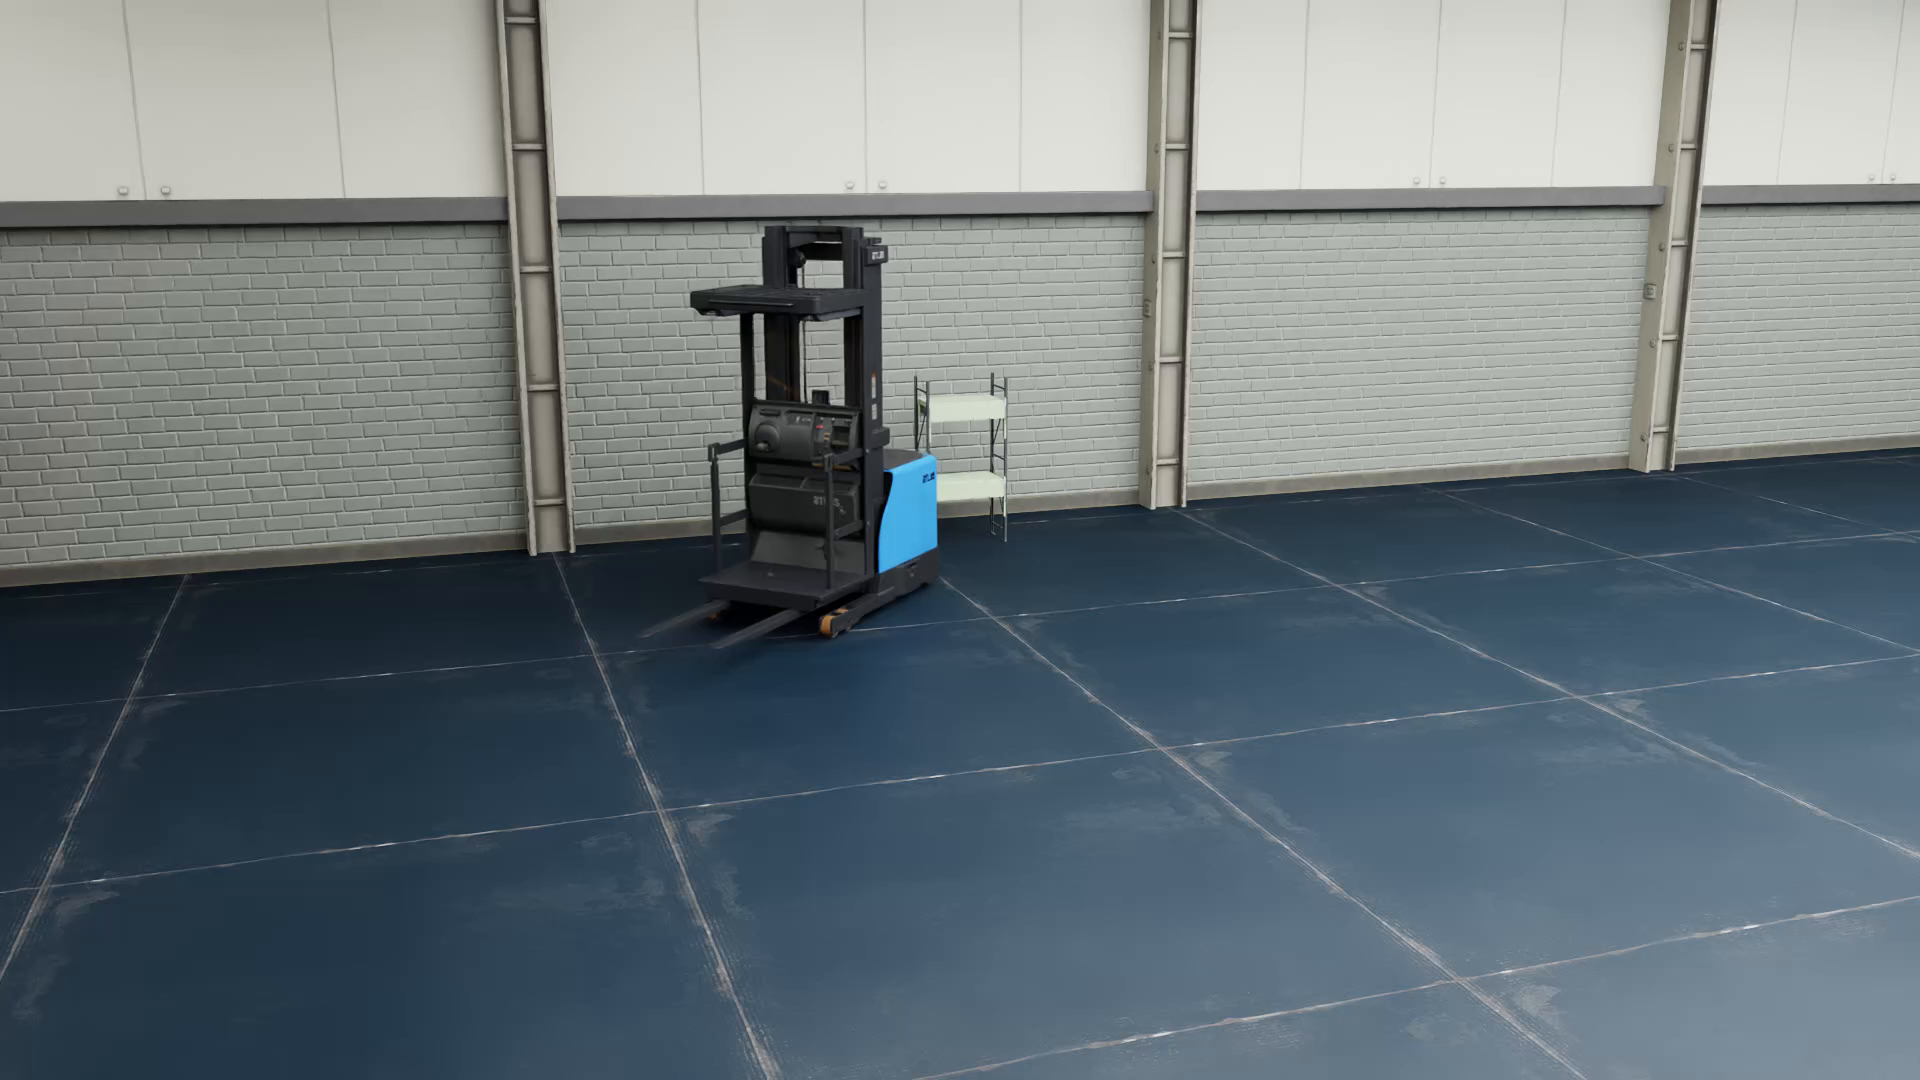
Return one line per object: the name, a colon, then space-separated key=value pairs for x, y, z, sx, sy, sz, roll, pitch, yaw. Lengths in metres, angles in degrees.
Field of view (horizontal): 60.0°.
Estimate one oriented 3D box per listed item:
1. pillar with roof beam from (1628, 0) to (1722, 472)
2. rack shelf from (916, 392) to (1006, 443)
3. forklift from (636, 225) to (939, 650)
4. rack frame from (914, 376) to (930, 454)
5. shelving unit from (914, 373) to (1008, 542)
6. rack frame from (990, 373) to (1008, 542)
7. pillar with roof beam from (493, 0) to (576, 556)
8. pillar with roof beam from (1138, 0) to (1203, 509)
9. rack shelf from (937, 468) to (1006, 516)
pillar with roof beam: x=9.092 y=-4.229 z=13.585 sx=0.400 sy=9.000 sz=9.100 roll=-4 pitch=14 yaw=-18
rack shelf: x=0.006 y=-1.110 z=14.988 sx=0.720 sy=0.370 sz=0.431 roll=-4 pitch=14 yaw=-18
forklift: x=-1.275 y=-0.824 z=12.380 sx=1.130 sy=2.935 sz=3.031 roll=6 pitch=15 yaw=25
rack frame: x=-0.341 y=-0.703 z=14.965 sx=0.023 sy=1.500 sz=0.400 roll=-4 pitch=14 yaw=-18
shelving unit: x=0.006 y=-0.730 z=15.079 sx=0.755 sy=1.500 sz=0.431 roll=-4 pitch=14 yaw=-18
rack frame: x=0.353 y=-0.757 z=15.192 sx=0.023 sy=1.500 sz=0.400 roll=-4 pitch=14 yaw=-18
pillar with roof beam: x=-2.281 y=-3.344 z=9.861 sx=0.400 sy=9.000 sz=9.100 roll=-4 pitch=14 yaw=-18
pillar with roof beam: x=3.406 y=-3.787 z=11.723 sx=0.400 sy=9.000 sz=9.100 roll=-4 pitch=14 yaw=-18
rack shelf: x=0.006 y=-0.413 z=15.154 sx=0.720 sy=0.370 sz=0.431 roll=-4 pitch=14 yaw=-18
